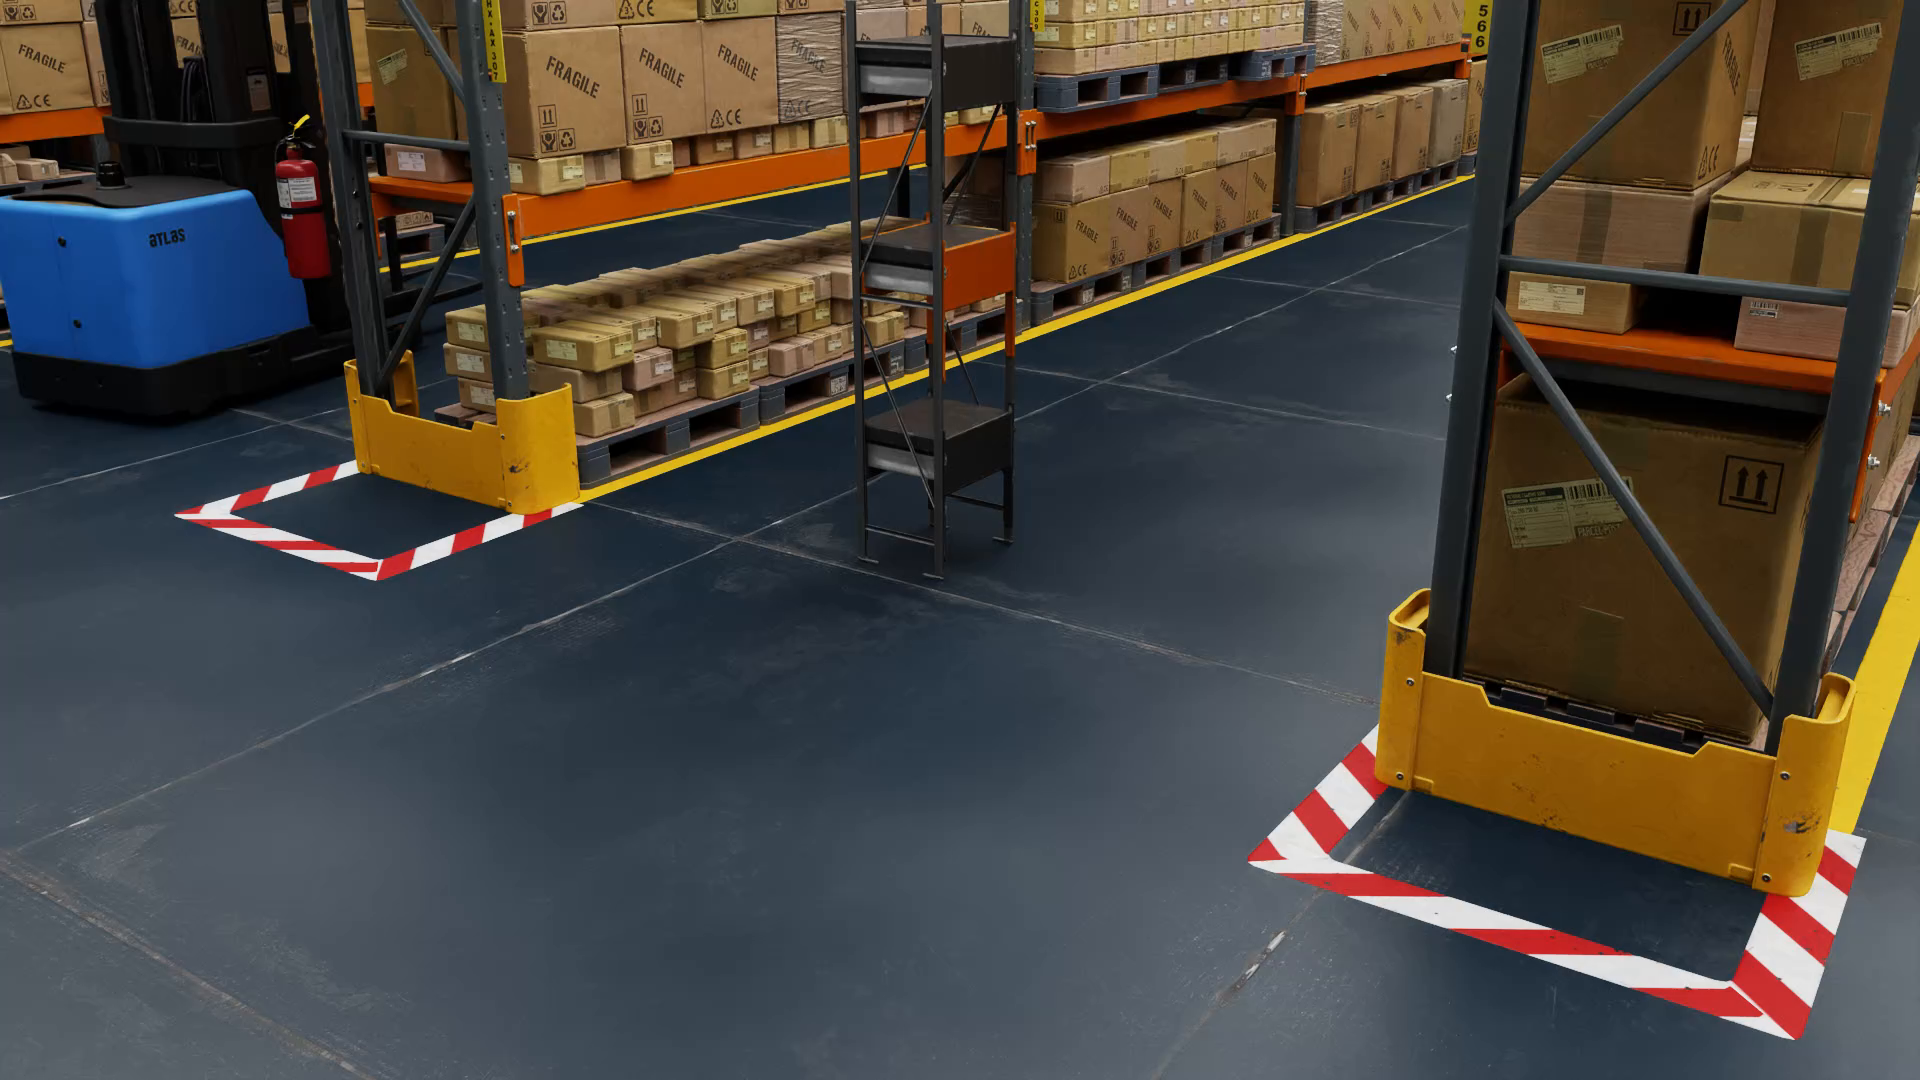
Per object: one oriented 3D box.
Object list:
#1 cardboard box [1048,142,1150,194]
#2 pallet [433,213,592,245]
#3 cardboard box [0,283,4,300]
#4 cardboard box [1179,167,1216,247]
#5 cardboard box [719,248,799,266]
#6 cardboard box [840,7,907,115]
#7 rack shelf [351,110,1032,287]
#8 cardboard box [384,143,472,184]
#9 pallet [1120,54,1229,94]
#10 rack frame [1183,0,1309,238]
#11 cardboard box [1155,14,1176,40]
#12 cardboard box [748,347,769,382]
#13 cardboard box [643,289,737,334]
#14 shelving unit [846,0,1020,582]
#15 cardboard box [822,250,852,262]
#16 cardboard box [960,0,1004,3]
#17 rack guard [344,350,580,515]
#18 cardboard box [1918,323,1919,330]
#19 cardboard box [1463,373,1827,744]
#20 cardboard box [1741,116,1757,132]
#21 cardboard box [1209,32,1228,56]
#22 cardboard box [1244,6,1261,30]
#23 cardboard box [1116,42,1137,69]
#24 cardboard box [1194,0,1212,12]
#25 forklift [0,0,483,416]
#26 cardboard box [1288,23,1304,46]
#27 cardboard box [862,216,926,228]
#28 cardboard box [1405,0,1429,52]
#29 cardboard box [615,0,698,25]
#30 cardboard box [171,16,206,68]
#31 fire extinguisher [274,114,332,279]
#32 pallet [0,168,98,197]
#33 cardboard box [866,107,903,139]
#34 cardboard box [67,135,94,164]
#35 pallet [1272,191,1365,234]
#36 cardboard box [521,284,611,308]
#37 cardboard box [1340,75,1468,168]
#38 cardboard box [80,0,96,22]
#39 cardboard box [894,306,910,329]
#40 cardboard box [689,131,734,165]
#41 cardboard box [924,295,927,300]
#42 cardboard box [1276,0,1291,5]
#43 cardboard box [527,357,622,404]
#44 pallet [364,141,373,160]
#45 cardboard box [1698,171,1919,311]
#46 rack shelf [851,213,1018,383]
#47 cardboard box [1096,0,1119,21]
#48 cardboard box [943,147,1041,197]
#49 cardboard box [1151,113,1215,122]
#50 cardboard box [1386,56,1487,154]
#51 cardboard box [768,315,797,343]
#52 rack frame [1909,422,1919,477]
[{"bbox_3d":[0.920,-2.482,11.068,0.500,0.250,0.500,14,25,33],"label":"cardboard box"},{"bbox_3d":[-3.790,-2.657,13.643,1.003,0.211,1.213,13,24,32],"label":"pallet"},{"bbox_3d":[-6.122,-1.785,10.354,0.875,0.438,0.875,12,24,30],"label":"cardboard box"},{"bbox_3d":[1.505,-2.421,11.985,0.500,0.500,0.500,12,23,29],"label":"cardboard box"},{"bbox_3d":[-1.104,-1.492,9.122,0.380,0.149,0.250,12,24,30],"label":"cardboard box"},{"bbox_3d":[-0.623,-2.493,8.609,0.500,0.500,0.500,13,24,32],"label":"cardboard box"},{"bbox_3d":[-1.135,-1.881,8.563,1.077,0.370,4.000,13,24,32],"label":"rack shelf"},{"bbox_3d":[-2.310,-1.675,7.332,0.380,0.149,0.250,13,24,32],"label":"cardboard box"},{"bbox_3d":[1.159,-3.274,11.568,1.003,0.211,1.213,13,24,32],"label":"pallet"},{"bbox_3d":[2.238,-3.940,13.092,1.000,3.000,0.127,13,24,32],"label":"rack frame"},{"bbox_3d":[1.175,-3.335,10.786,0.380,0.149,0.250,14,25,34],"label":"cardboard box"},{"bbox_3d":[-1.188,-0.899,8.377,0.380,0.149,0.250,13,24,32],"label":"cardboard box"},{"bbox_3d":[-1.310,-1.104,8.073,0.380,0.149,0.250,12,23,29],"label":"cardboard box"},{"bbox_3d":[-0.093,-0.937,6.272,0.431,2.100,0.503,13,24,32],"label":"shelving unit"},{"bbox_3d":[-0.527,-1.469,9.060,0.380,0.149,0.250,12,23,29],"label":"cardboard box"},{"bbox_3d":[-0.052,-3.260,9.239,0.500,0.500,0.500,12,24,30],"label":"cardboard box"},{"bbox_3d":[-2.217,-0.494,7.379,1.175,0.500,0.348,13,24,32],"label":"rack guard"},{"bbox_3d":[2.545,-0.715,4.736,0.380,0.149,0.250,13,24,31],"label":"cardboard box"},{"bbox_3d":[2.079,-0.048,5.027,0.875,0.875,0.875,13,24,32],"label":"cardboard box"},{"bbox_3d":[2.700,-1.350,5.877,0.500,0.250,0.500,13,24,32],"label":"cardboard box"},{"bbox_3d":[1.615,-3.421,11.445,0.380,0.149,0.250,14,25,33],"label":"cardboard box"},{"bbox_3d":[1.901,-3.703,11.780,0.380,0.149,0.250,13,24,32],"label":"cardboard box"},{"bbox_3d":[0.886,-3.046,10.433,0.380,0.149,0.250,13,24,32],"label":"cardboard box"},{"bbox_3d":[1.466,-3.623,11.134,0.380,0.149,0.250,14,25,33],"label":"cardboard box"},{"bbox_3d":[-3.810,-2.462,9.196,1.130,2.935,3.031,9,22,22],"label":"forklift"},{"bbox_3d":[2.340,-3.788,12.438,0.380,0.149,0.250,14,24,33],"label":"cardboard box"},{"bbox_3d":[-0.376,-1.872,10.150,0.380,0.149,0.250,14,25,34],"label":"cardboard box"},{"bbox_3d":[3.846,-4.642,14.847,0.500,0.500,0.500,14,24,32],"label":"cardboard box"},{"bbox_3d":[-1.509,-2.523,7.247,0.500,0.500,0.500,14,25,33],"label":"cardboard box"},{"bbox_3d":[-5.073,-3.149,10.811,0.500,0.500,0.500,14,25,34],"label":"cardboard box"},{"bbox_3d":[-2.783,-1.451,7.012,0.296,0.674,0.183,13,24,32],"label":"fire extinguisher"},{"bbox_3d":[-8.656,-3.190,15.086,1.003,0.211,1.213,13,24,32],"label":"pallet"},{"bbox_3d":[-0.525,-2.233,8.841,0.380,0.149,0.250,12,23,30],"label":"cardboard box"},{"bbox_3d":[-8.237,-3.918,16.032,0.500,0.500,0.500,13,24,32],"label":"cardboard box"},{"bbox_3d":[2.743,-2.843,14.147,1.003,0.211,1.213,13,24,32],"label":"pallet"},{"bbox_3d":[-1.942,-1.144,8.182,0.380,0.149,0.250,13,24,31],"label":"cardboard box"},{"bbox_3d":[4.212,-4.033,15.983,1.050,0.750,0.750,13,24,32],"label":"cardboard box"},{"bbox_3d":[-5.337,-3.477,10.257,0.500,0.500,0.500,13,24,31],"label":"cardboard box"},{"bbox_3d":[-0.509,-1.274,9.390,0.380,0.149,0.250,13,24,31],"label":"cardboard box"},{"bbox_3d":[-1.297,-1.877,7.879,0.380,0.149,0.250,13,24,31],"label":"cardboard box"},{"bbox_3d":[-0.203,-1.479,9.514,0.380,0.149,0.250,12,24,30],"label":"cardboard box"},{"bbox_3d":[2.198,-3.996,12.144,0.380,0.149,0.250,13,24,31],"label":"cardboard box"},{"bbox_3d":[-1.753,-0.744,7.528,0.380,0.149,0.250,14,25,34],"label":"cardboard box"},{"bbox_3d":[-6.471,-4.328,18.162,1.003,0.211,1.213,13,24,32],"label":"pallet"},{"bbox_3d":[2.279,-0.802,4.397,0.500,0.250,0.500,13,24,30],"label":"cardboard box"},{"bbox_3d":[-0.093,-0.925,6.277,0.431,0.518,0.480,13,24,32],"label":"rack shelf"},{"bbox_3d":[0.743,-3.255,10.139,0.380,0.149,0.250,14,25,33],"label":"cardboard box"},{"bbox_3d":[0.199,-2.431,10.931,0.500,0.250,0.500,13,24,30],"label":"cardboard box"},{"bbox_3d":[1.650,-3.165,12.915,0.500,0.250,0.500,12,23,29],"label":"cardboard box"},{"bbox_3d":[4.898,-4.455,16.941,0.875,0.875,0.875,14,24,33],"label":"cardboard box"},{"bbox_3d":[-1.065,-1.132,8.577,0.380,0.149,0.250,15,25,35],"label":"cardboard box"},{"bbox_3d":[4.034,-1.796,7.296,1.000,3.000,0.127,13,24,32],"label":"rack frame"}]
